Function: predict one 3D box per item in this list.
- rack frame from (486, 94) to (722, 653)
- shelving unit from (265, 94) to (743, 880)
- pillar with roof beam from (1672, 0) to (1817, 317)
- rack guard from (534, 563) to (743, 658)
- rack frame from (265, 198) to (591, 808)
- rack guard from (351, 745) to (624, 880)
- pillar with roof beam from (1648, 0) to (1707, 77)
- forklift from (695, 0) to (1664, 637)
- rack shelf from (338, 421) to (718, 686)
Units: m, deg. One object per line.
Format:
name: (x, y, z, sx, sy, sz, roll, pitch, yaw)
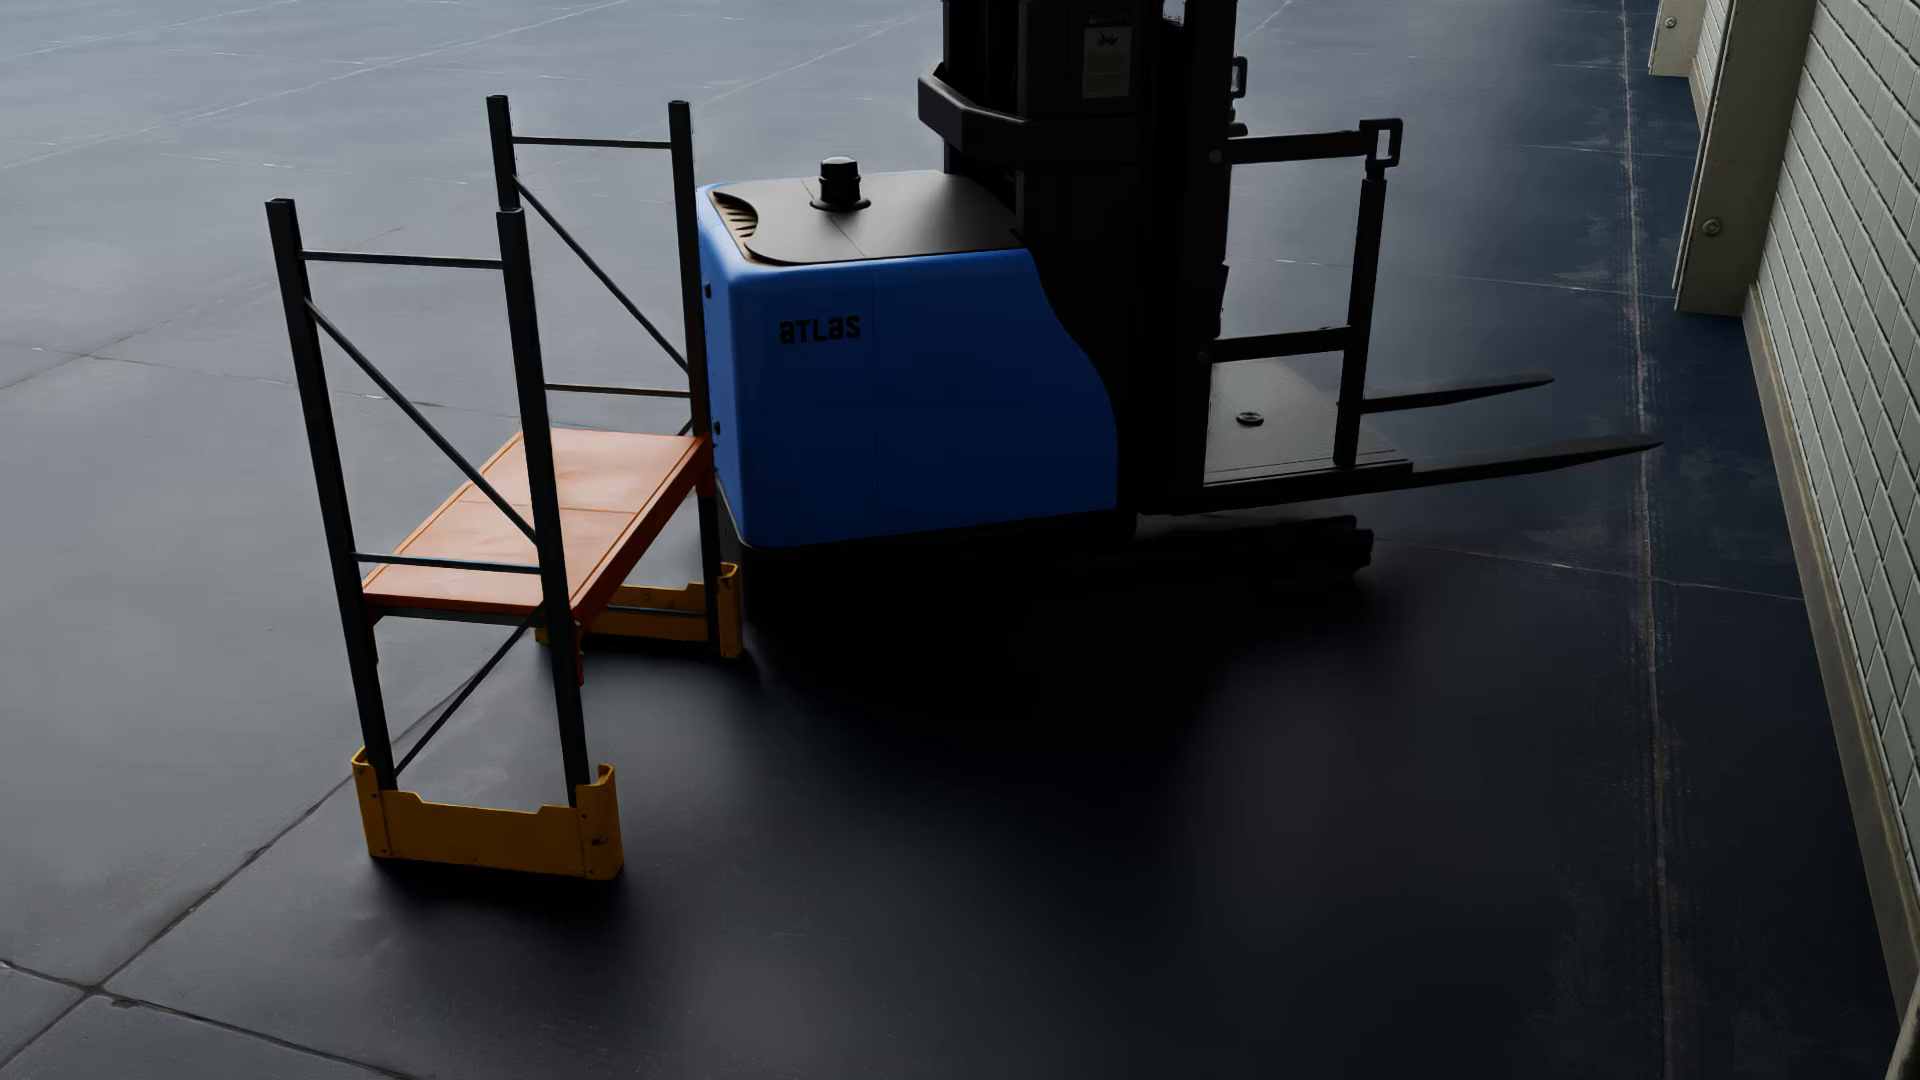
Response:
rack frame: (-0.898, -0.386, 4.327, 0.500, 1.500, 0.032, 4, 26, 8)
shelving unit: (-0.975, -0.171, 3.883, 0.587, 1.500, 1.083, 4, 26, 8)
pillar with roof beam: (-0.690, -5.747, 6.794, 9.100, 9.000, 0.400, 9, 27, 17)
rack guard: (-0.898, 0.177, 4.598, 0.587, 0.250, 0.087, 4, 26, 8)
rack frame: (-1.055, 0.051, 3.423, 0.500, 1.500, 0.032, 4, 26, 8)
rack guard: (-1.052, 0.606, 3.713, 0.587, 0.250, 0.087, 4, 26, 8)
pillar with roof beam: (1.307, -8.213, 11.887, 9.100, 9.000, 0.400, 9, 27, 17)
forklift: (0.740, -1.397, 4.771, 3.031, 2.935, 1.130, -7, 27, -14)
rack shelf: (-0.976, -0.006, 3.953, 0.538, 0.185, 1.000, 4, 26, 8)
